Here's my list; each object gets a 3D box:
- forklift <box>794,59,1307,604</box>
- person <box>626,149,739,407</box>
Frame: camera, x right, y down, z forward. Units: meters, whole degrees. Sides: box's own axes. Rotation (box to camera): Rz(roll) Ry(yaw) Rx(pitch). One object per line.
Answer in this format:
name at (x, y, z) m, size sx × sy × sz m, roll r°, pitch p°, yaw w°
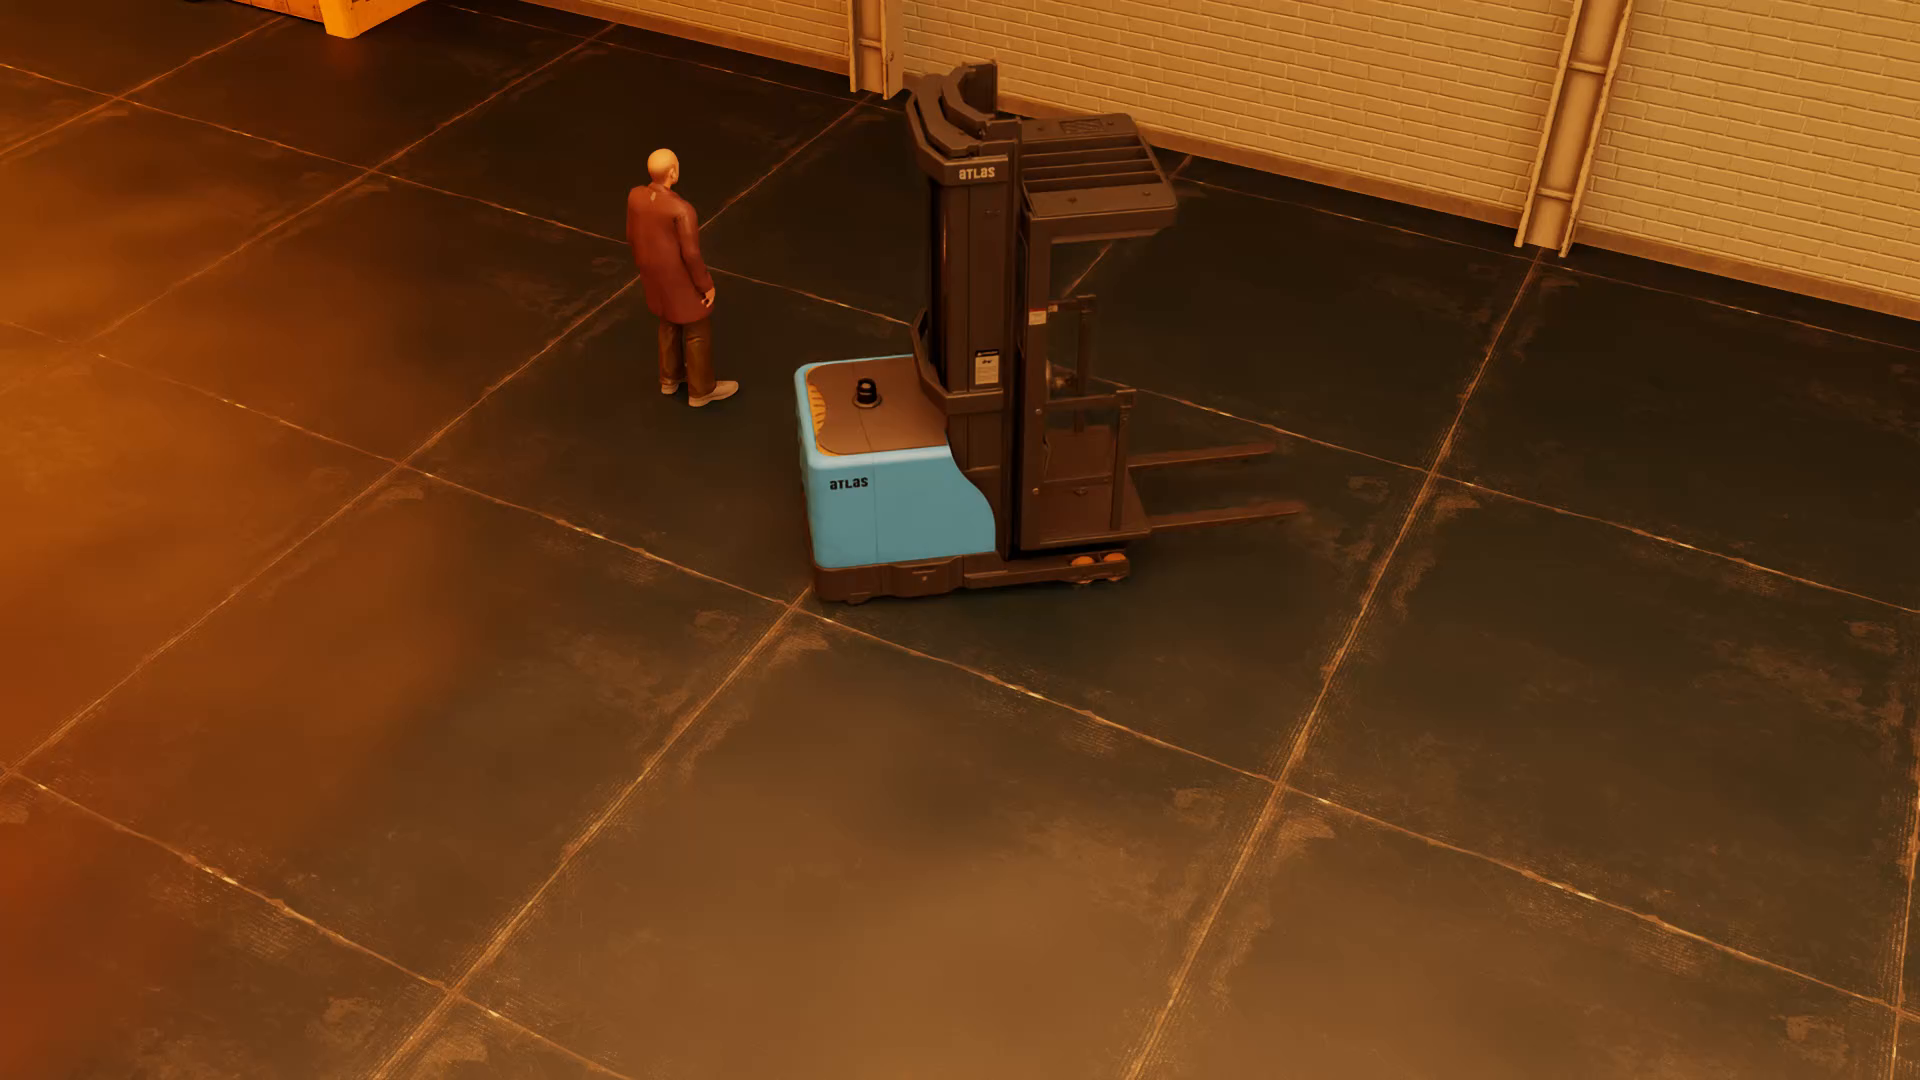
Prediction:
forklift at (0.569, -1.191, 9.400) m, size 3.031 × 2.935 × 1.130 m, roll -6°, pitch 40°, yaw -7°
person at (-1.880, -1.727, 10.935) m, size 0.652 × 1.773 × 0.427 m, roll 25°, pitch 46°, yaw 27°
